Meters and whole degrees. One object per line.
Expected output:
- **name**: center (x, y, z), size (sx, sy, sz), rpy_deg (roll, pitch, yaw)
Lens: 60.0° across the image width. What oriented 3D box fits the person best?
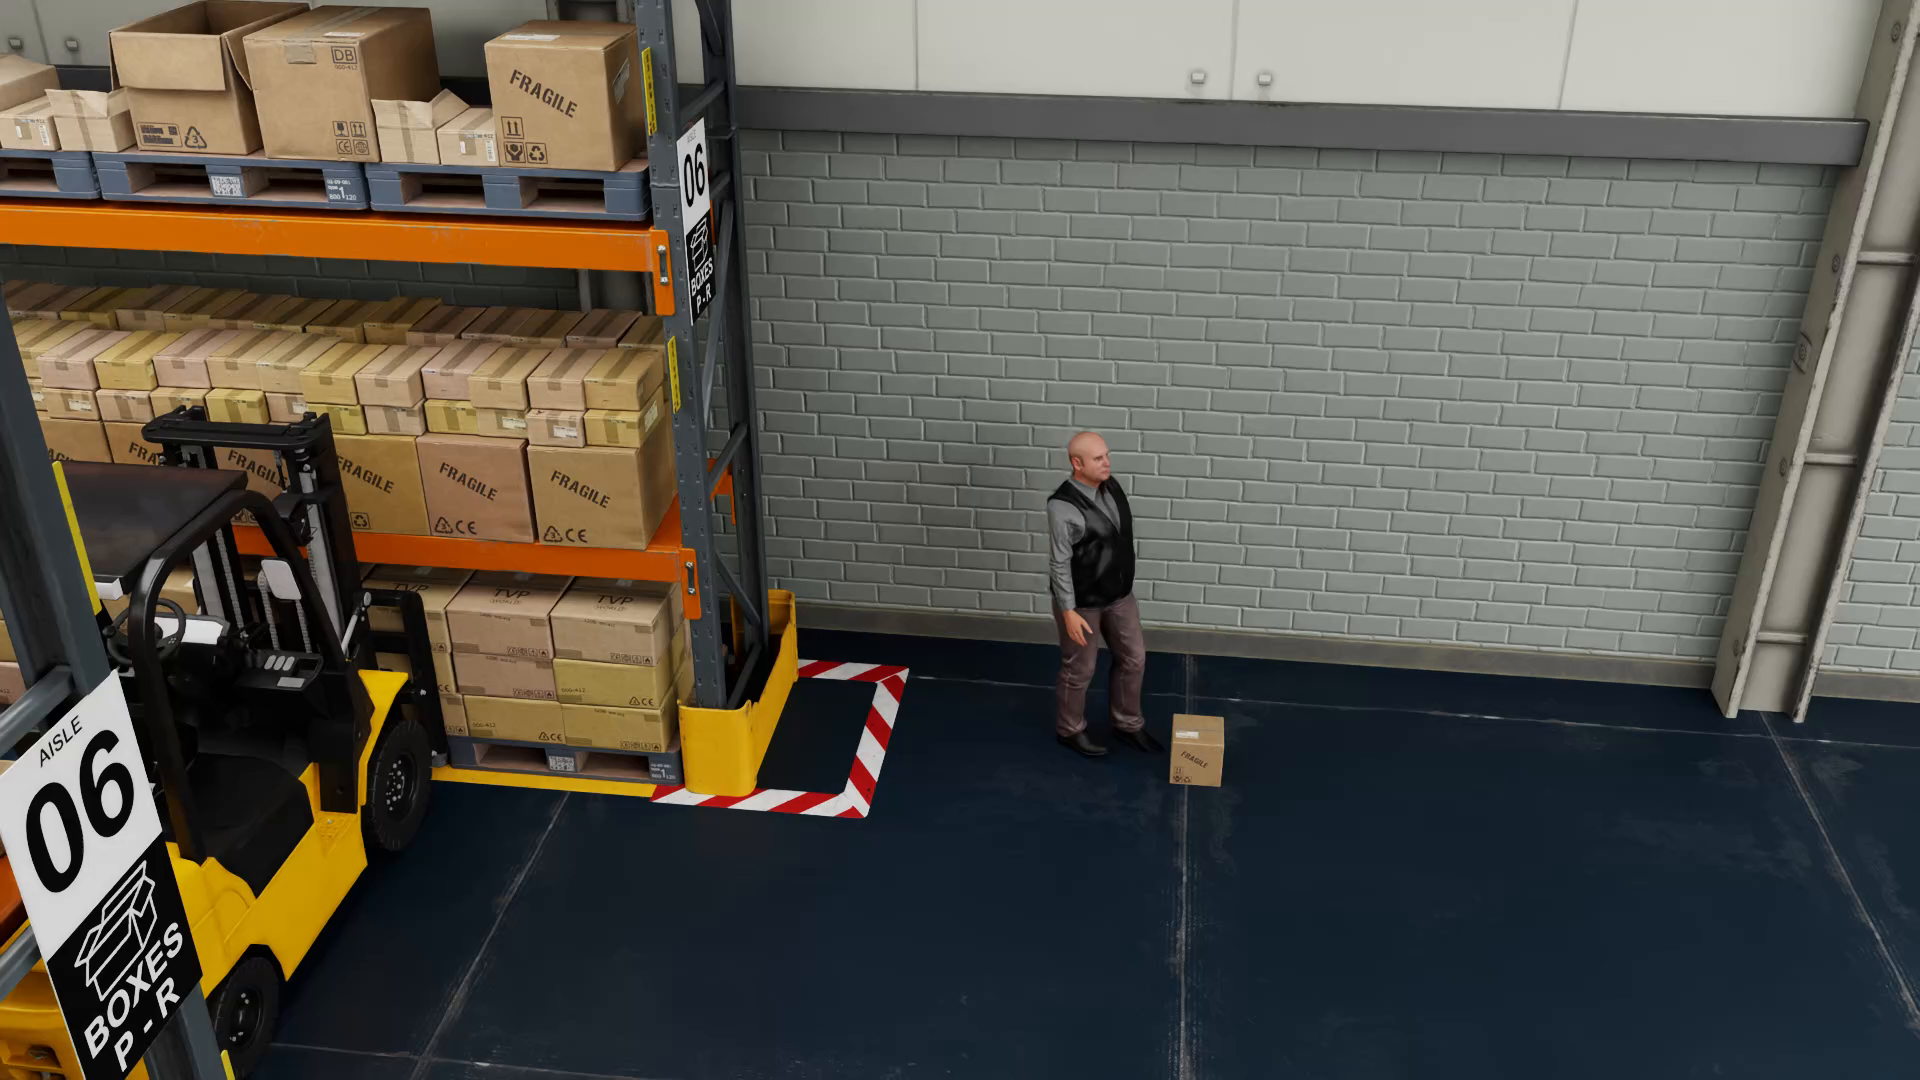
- **person**: center (0.692, 0.324, 8.073), size (0.540, 1.763, 0.557), rpy_deg (24, 36, 37)
